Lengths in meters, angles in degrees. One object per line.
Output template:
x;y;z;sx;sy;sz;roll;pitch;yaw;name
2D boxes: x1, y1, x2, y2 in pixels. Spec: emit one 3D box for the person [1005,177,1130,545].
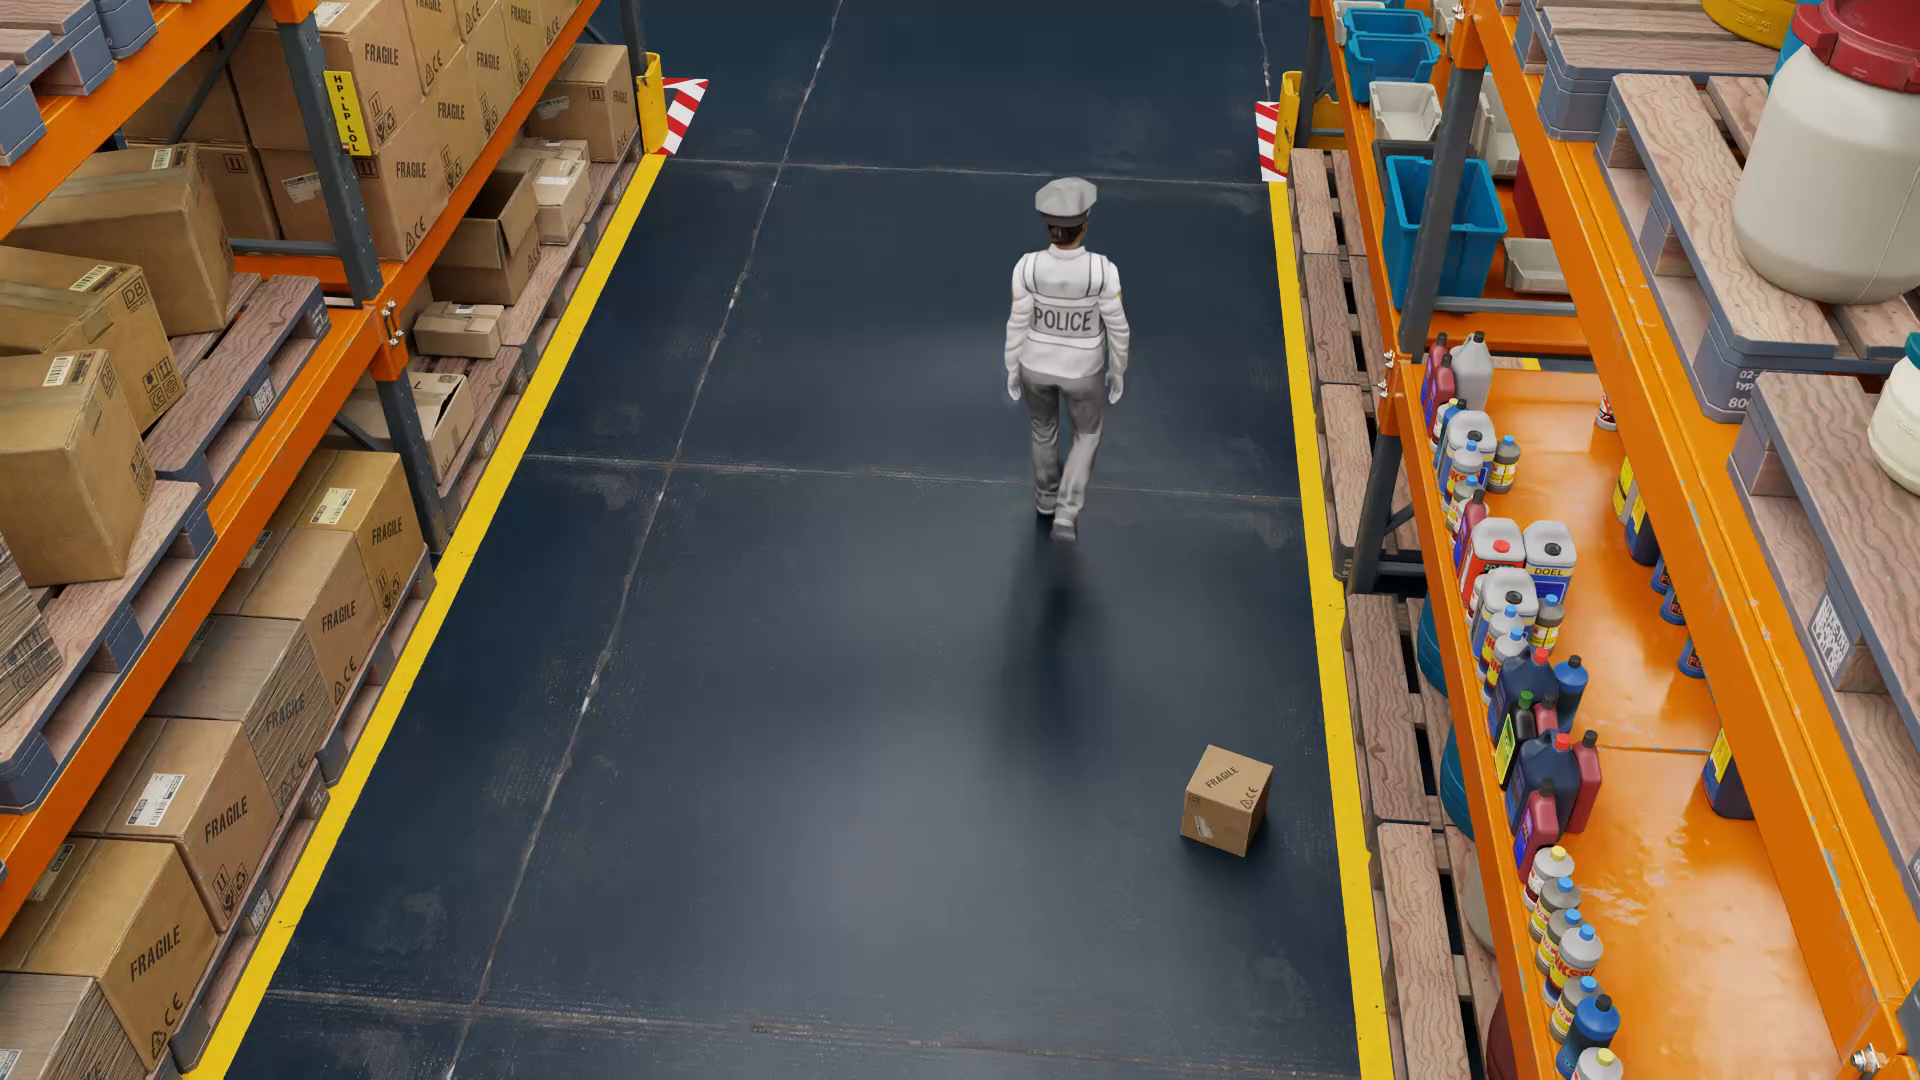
0.435;-0.693;6.941;0.513;1.637;0.675;6;41;7;person
